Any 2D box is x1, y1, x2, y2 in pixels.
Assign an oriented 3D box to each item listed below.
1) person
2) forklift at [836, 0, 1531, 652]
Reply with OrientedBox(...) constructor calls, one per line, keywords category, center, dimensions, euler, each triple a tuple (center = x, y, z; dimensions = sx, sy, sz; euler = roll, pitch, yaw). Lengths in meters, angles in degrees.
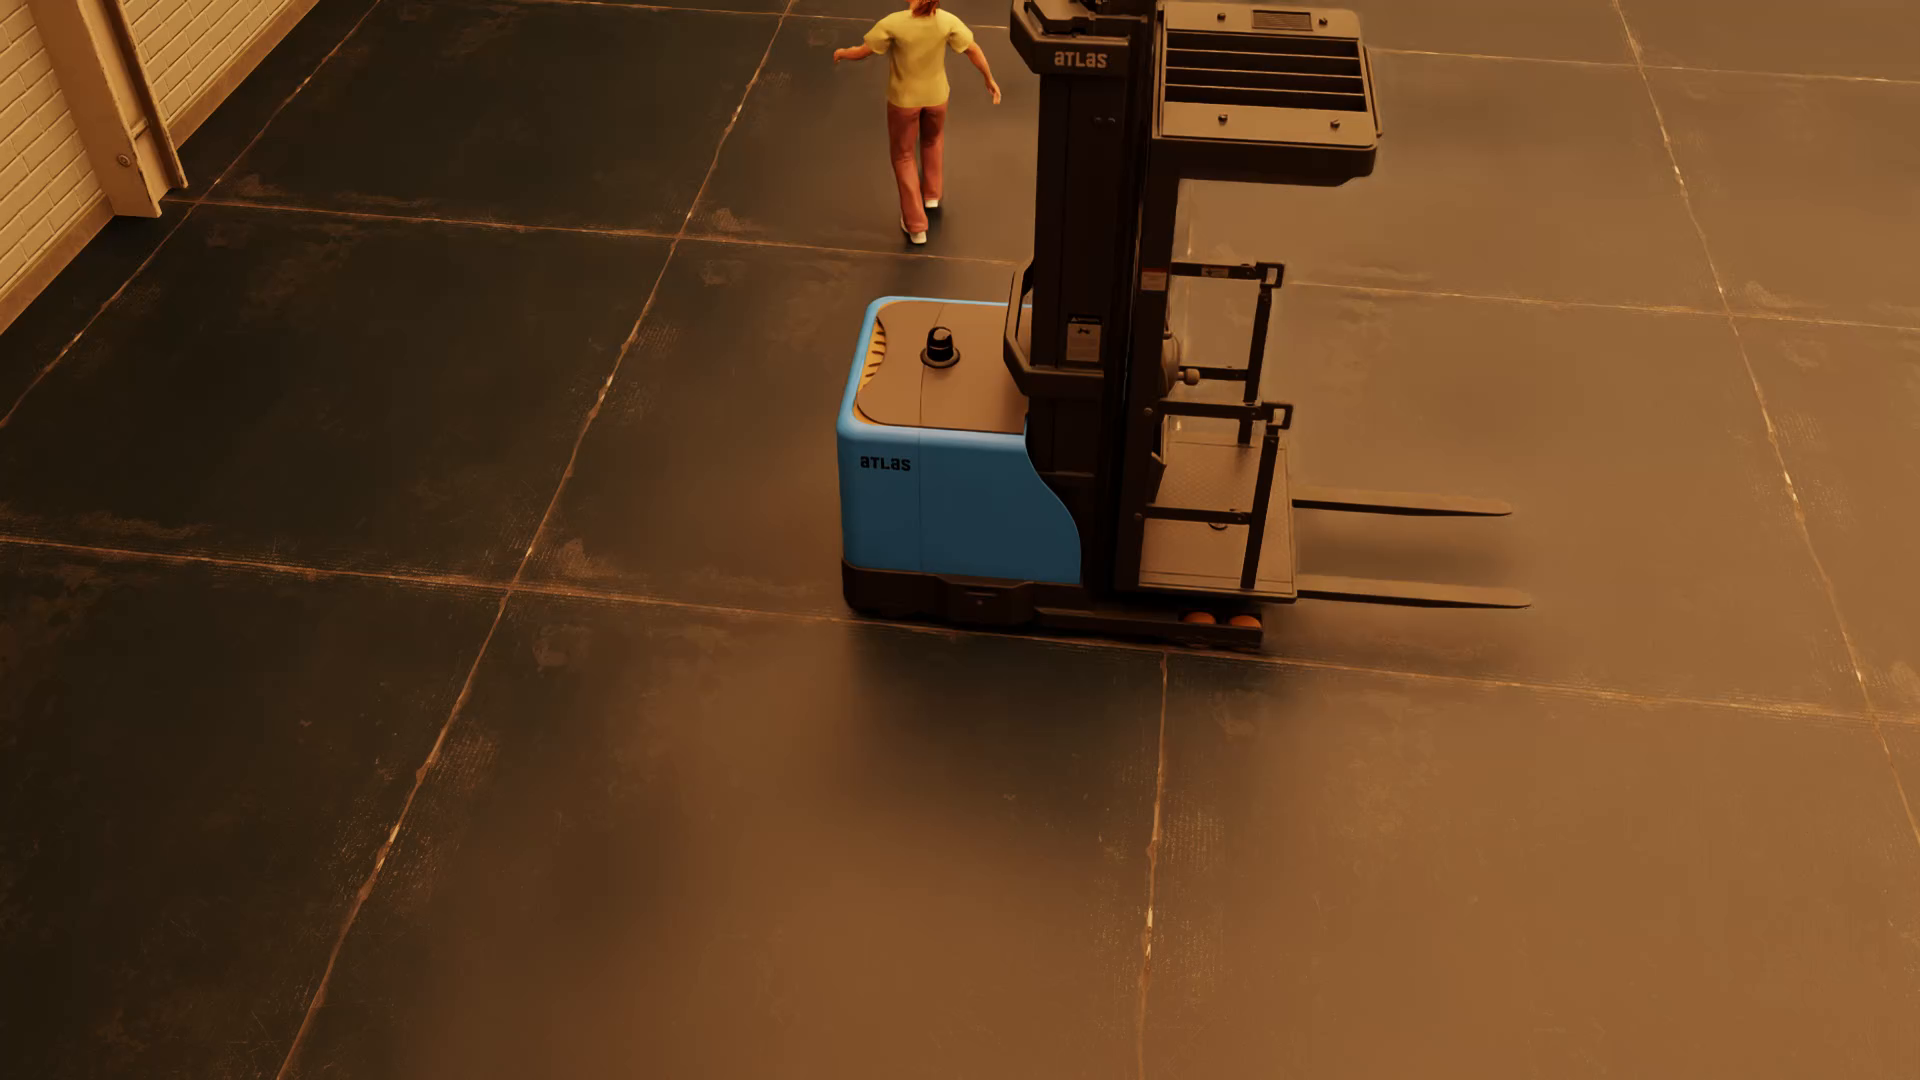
OrientedBox(category="person", center=(-0.235, -2.538, 9.465), dimensions=(0.902, 1.691, 0.632), euler=(-9, 43, -10))
OrientedBox(category="forklift", center=(1.025, -0.968, 6.778), dimensions=(3.031, 2.935, 1.130), euler=(4, 43, 5))
